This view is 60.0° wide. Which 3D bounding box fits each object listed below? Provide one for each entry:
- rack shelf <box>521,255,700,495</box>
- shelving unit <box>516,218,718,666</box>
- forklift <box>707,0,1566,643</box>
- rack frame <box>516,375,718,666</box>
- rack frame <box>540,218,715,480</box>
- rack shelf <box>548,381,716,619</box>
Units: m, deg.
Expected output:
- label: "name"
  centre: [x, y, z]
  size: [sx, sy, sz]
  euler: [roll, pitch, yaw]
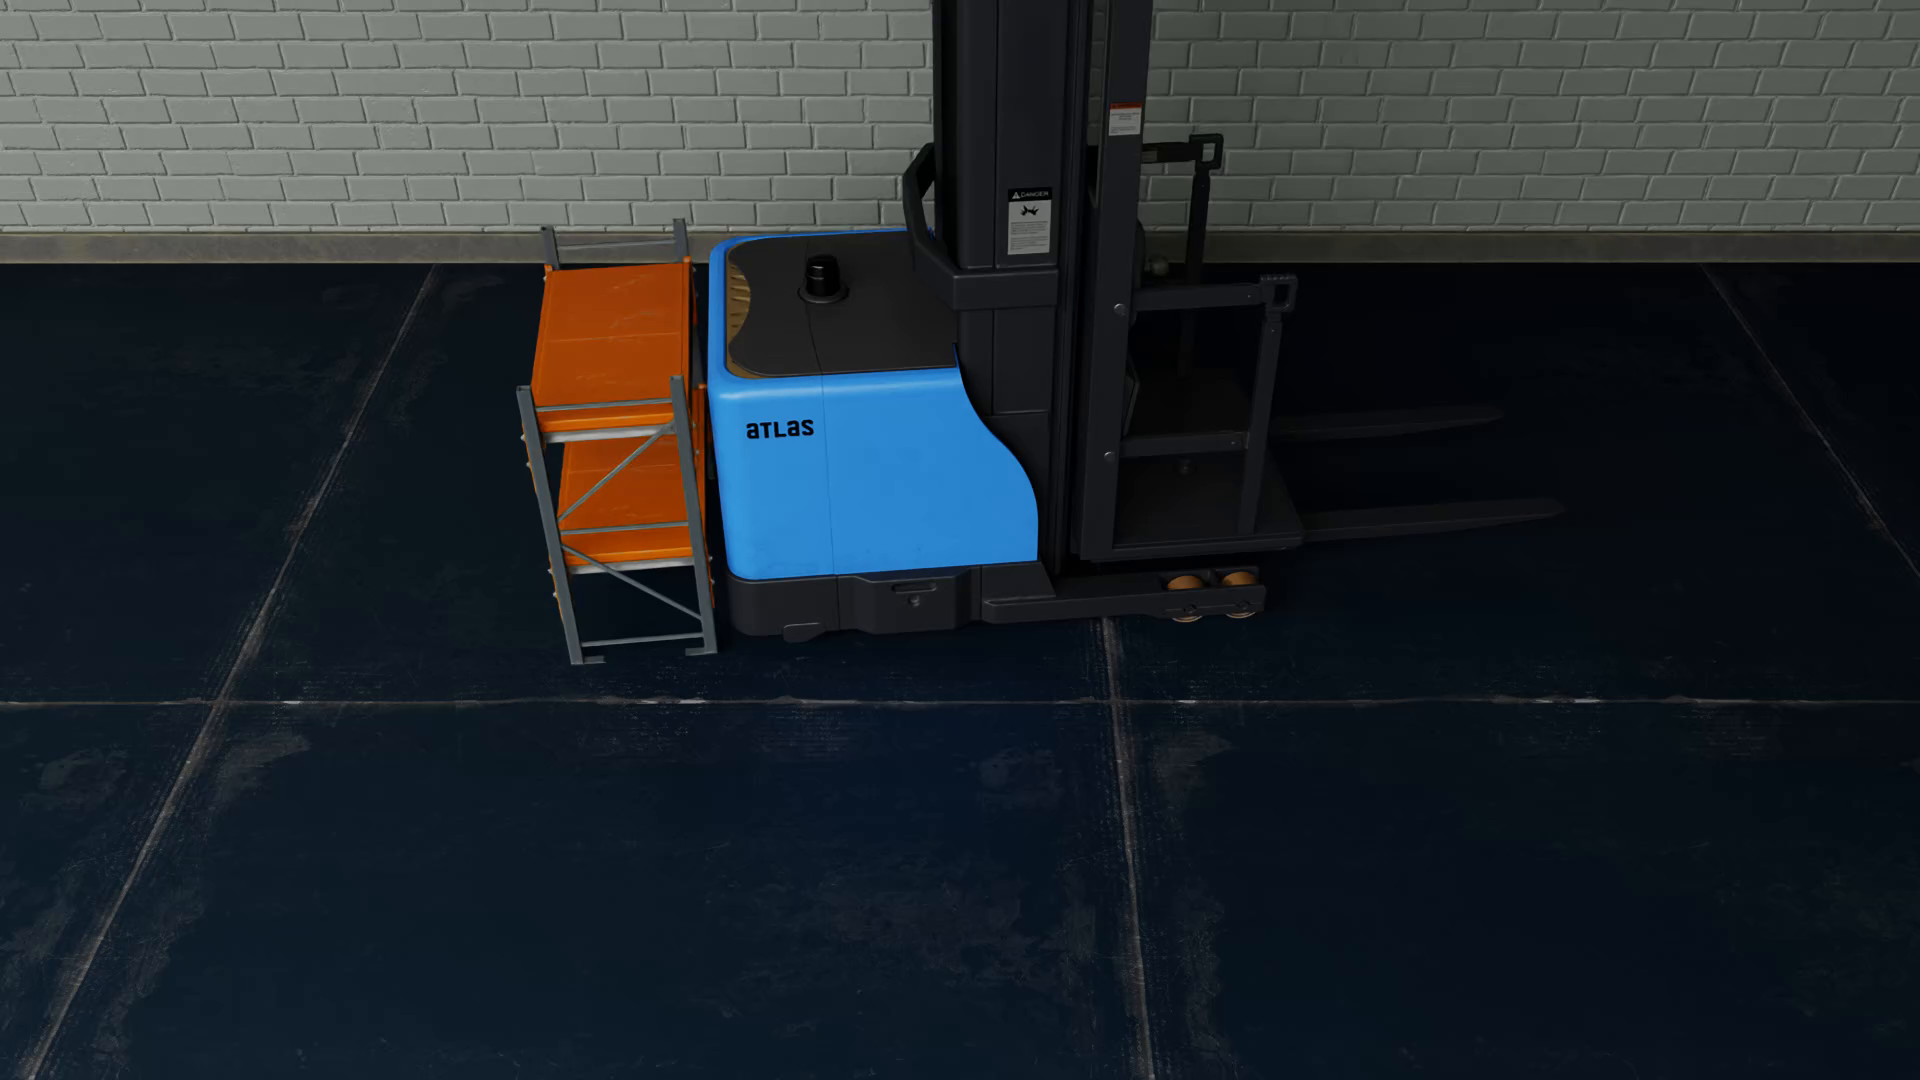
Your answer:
- label: "rack shelf"
  centre: [-1.153, -0.581, 5.606]
  size: [0.538, 0.278, 1.000]
  euler: [-5, 39, -5]
- label: "shelving unit"
  centre: [-1.152, -0.352, 5.789]
  size: [0.538, 1.125, 1.048]
  euler: [-5, 39, -5]
- label: "forklift"
  centre: [0.658, -1.179, 5.378]
  size: [3.031, 2.935, 1.130]
  euler: [-4, 39, -5]
- label: "rack frame"
  centre: [-1.090, -0.037, 5.395]
  size: [0.500, 1.125, 0.032]
  euler: [-5, 39, -5]
- label: "rack frame"
  centre: [-1.215, -0.668, 6.183]
  size: [0.500, 1.125, 0.032]
  euler: [-5, 39, -5]
- label: "rack shelf"
  centre: [-1.152, -0.162, 5.942]
  size: [0.538, 0.278, 1.000]
  euler: [-5, 39, -5]
